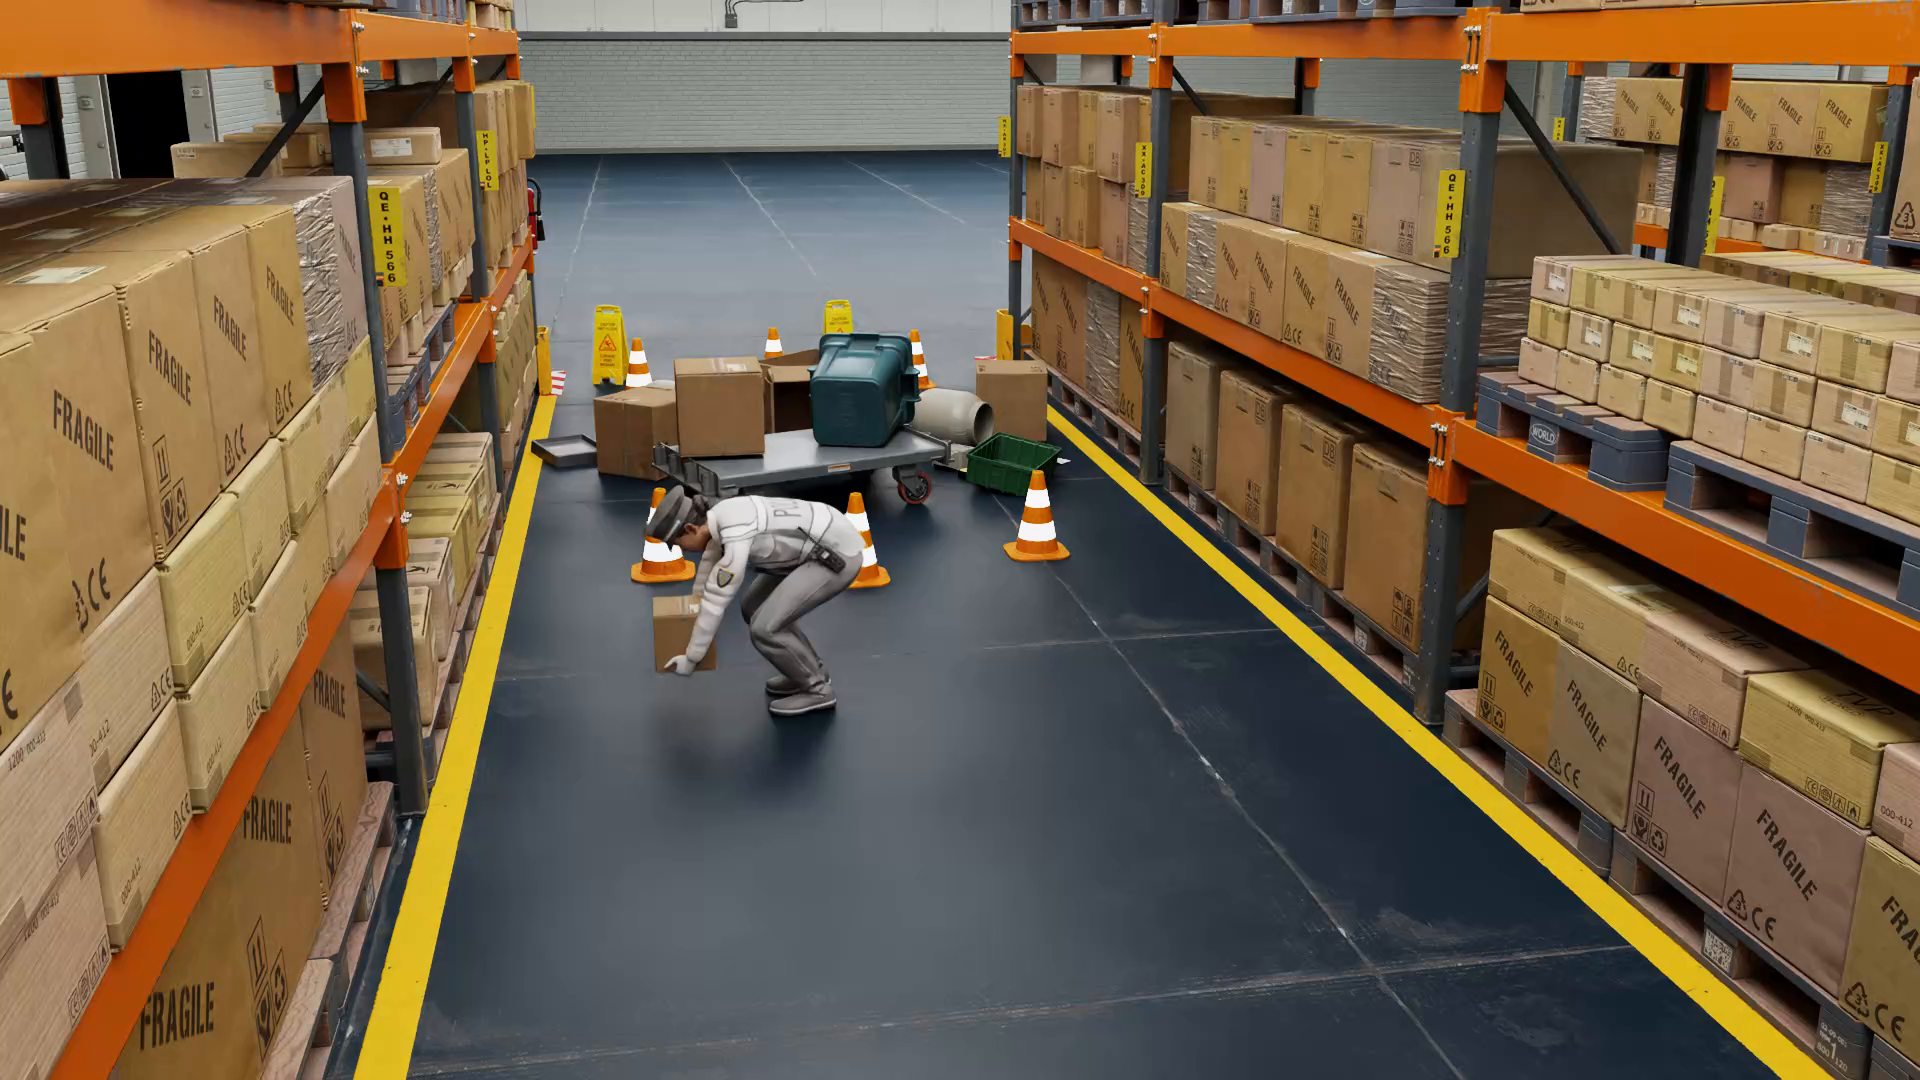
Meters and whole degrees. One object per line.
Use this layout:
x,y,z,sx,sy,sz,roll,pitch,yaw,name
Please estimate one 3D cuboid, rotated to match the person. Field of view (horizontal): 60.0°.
-0.848,0.230,6.966,0.915,0.983,0.467,-4,17,-13,person
